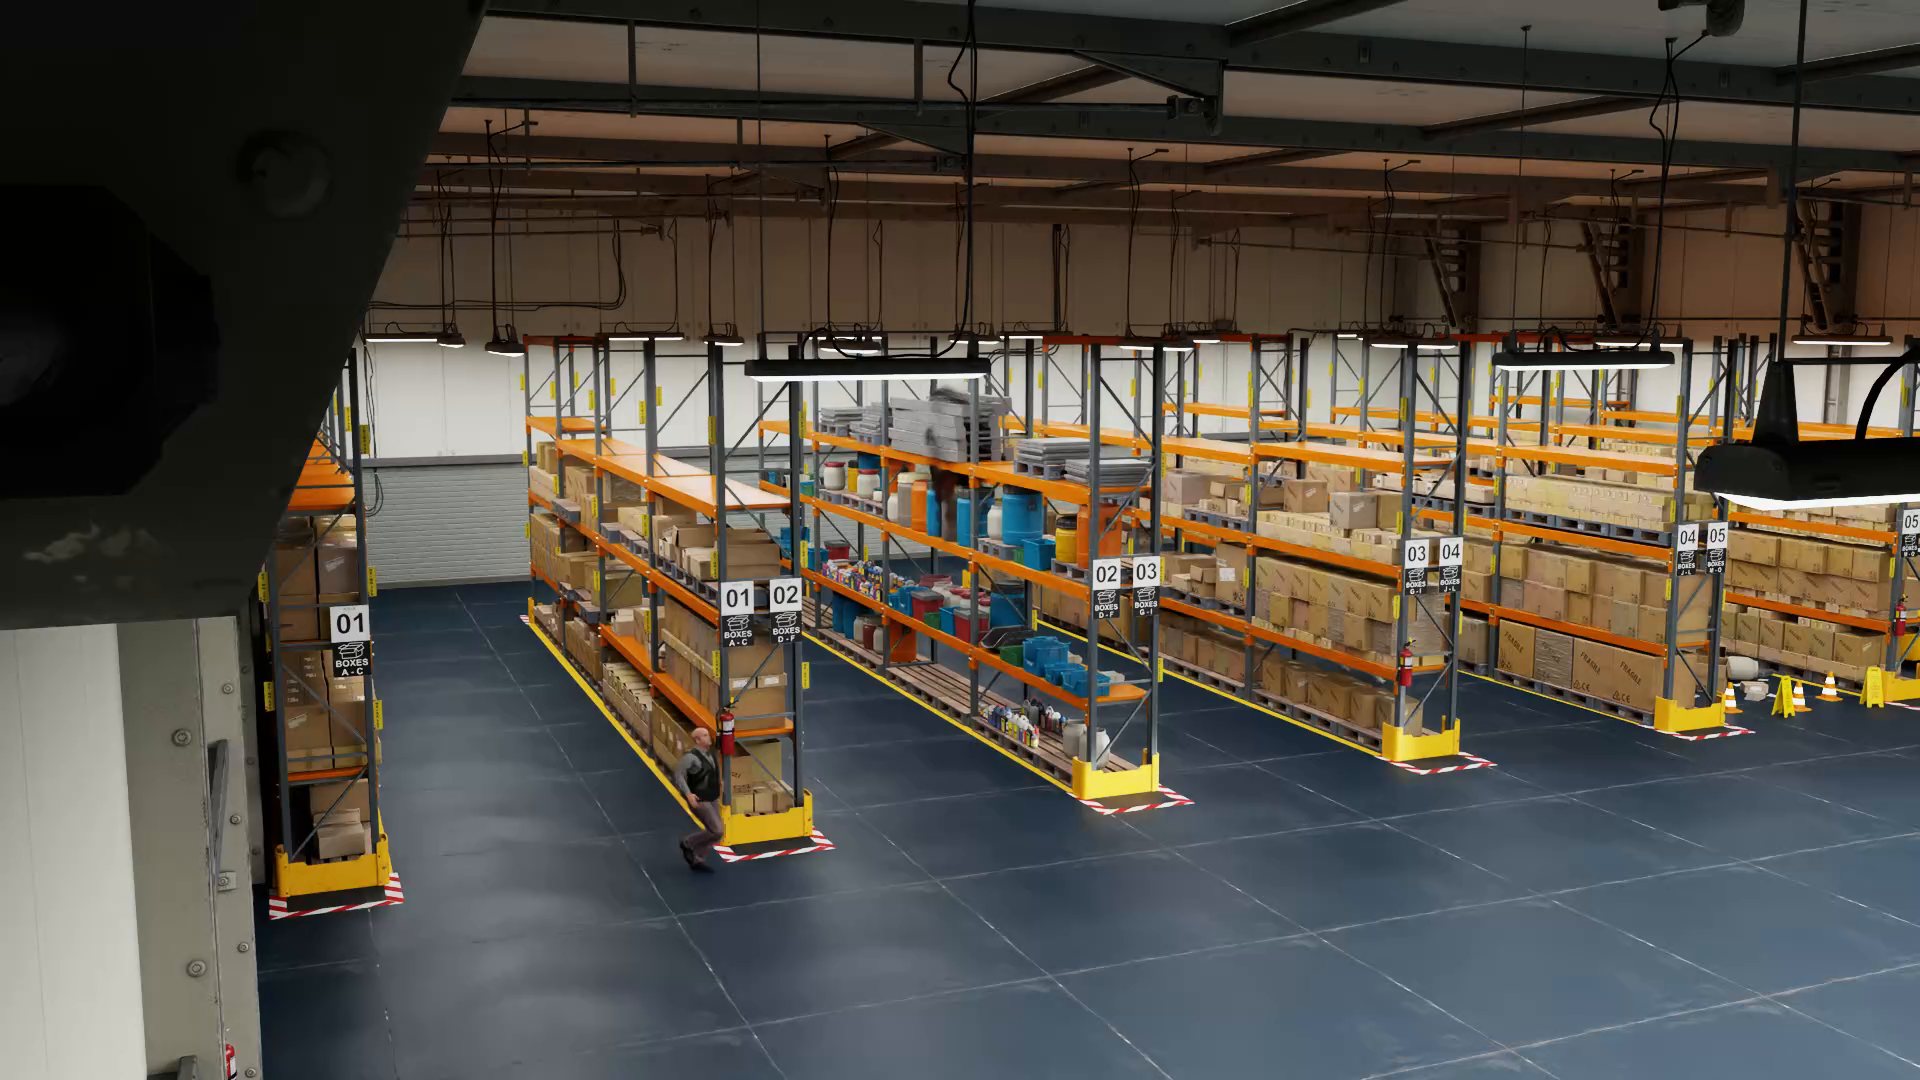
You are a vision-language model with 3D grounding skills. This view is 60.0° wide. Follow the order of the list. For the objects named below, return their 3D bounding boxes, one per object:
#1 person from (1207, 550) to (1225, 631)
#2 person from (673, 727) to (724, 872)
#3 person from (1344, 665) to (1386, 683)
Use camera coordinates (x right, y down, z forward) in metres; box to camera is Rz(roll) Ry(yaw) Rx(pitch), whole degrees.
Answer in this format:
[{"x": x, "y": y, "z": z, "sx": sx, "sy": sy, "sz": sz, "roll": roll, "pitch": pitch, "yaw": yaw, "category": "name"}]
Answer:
[{"x": 5.187, "y": 1.009, "z": 33.870, "sx": 0.625, "sy": 1.654, "sz": 0.669, "roll": -5, "pitch": 9, "yaw": -31, "category": "person"}, {"x": -2.925, "y": 2.973, "z": 19.088, "sx": 0.533, "sy": 1.654, "sz": 0.662, "roll": 2, "pitch": 8, "yaw": 17, "category": "person"}, {"x": 7.184, "y": 1.665, "z": 29.378, "sx": 0.654, "sy": 1.627, "sz": 0.978, "roll": -6, "pitch": 10, "yaw": -40, "category": "person"}]
